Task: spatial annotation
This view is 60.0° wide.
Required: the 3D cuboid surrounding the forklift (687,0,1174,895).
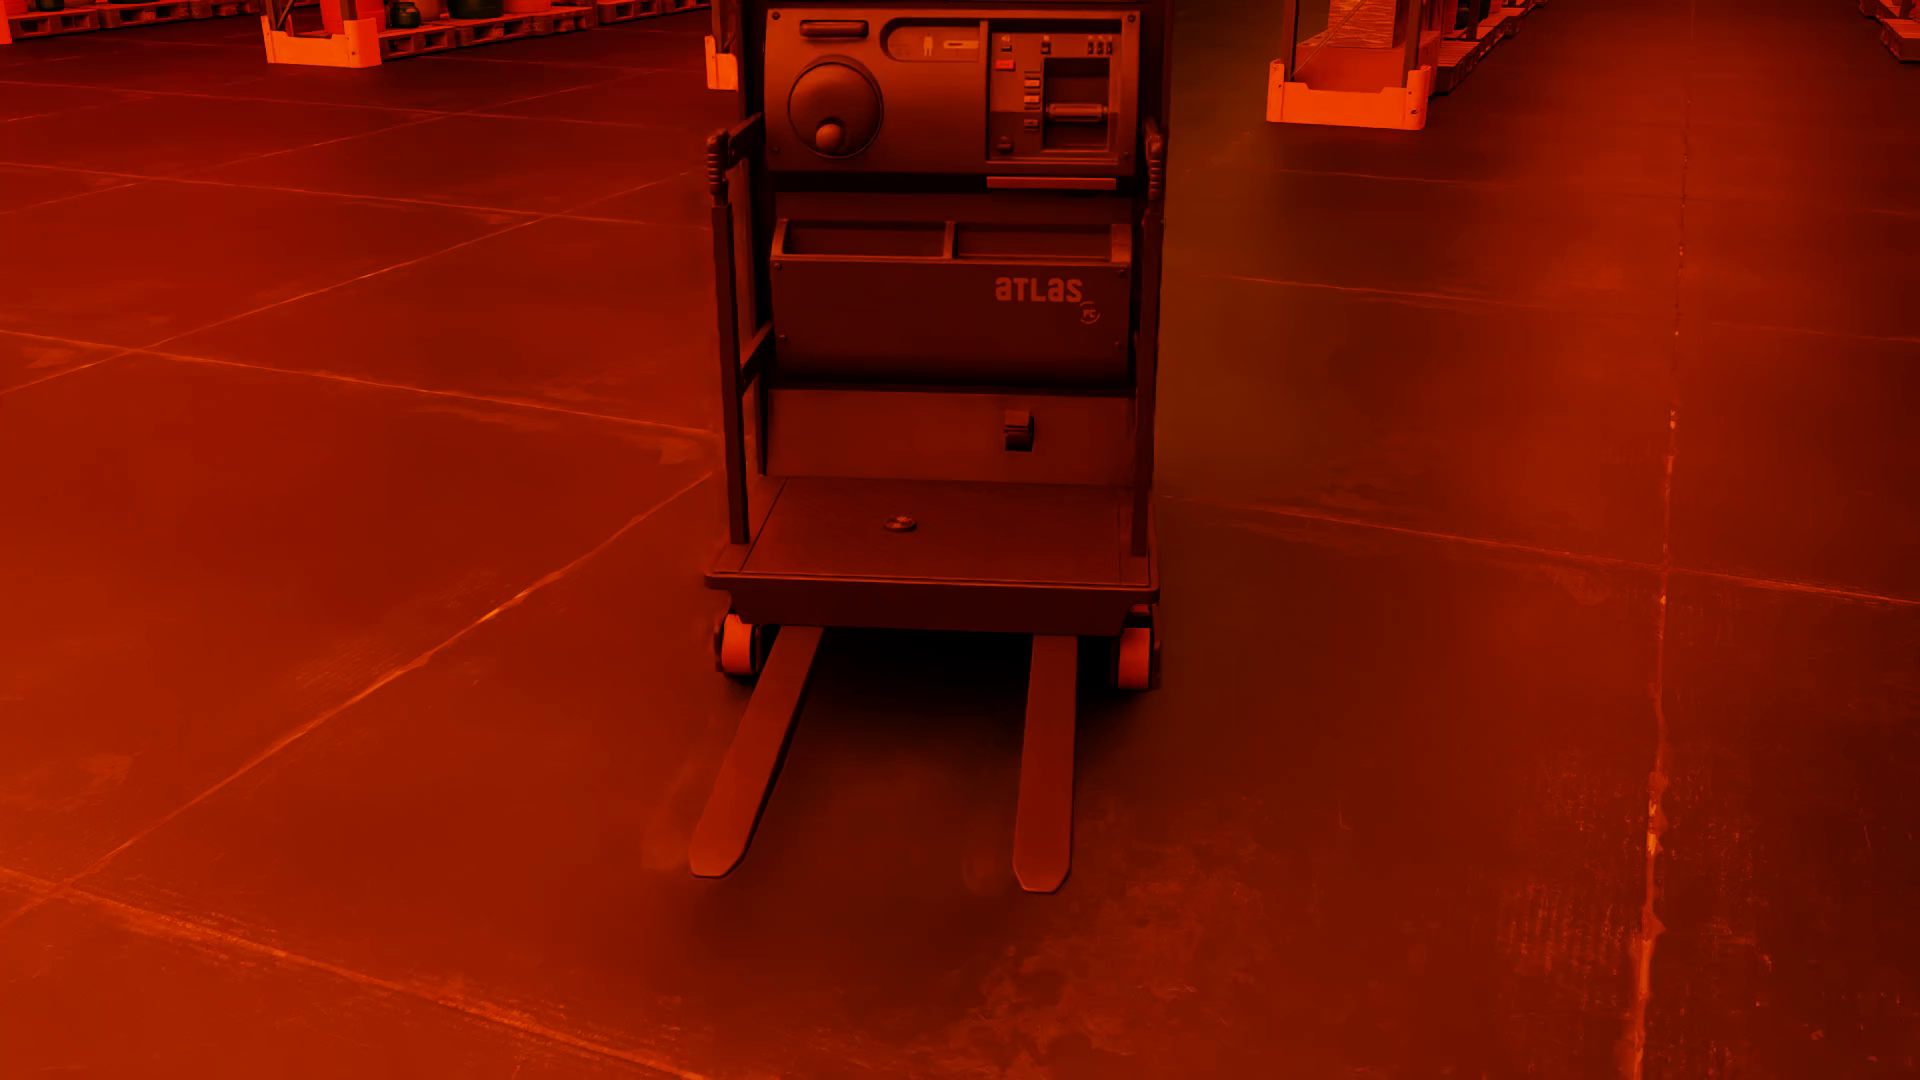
[{"bbox_3d":[-0.037,-1.104,3.935,1.130,2.935,3.031,2,23,4],"label":"forklift"}]
